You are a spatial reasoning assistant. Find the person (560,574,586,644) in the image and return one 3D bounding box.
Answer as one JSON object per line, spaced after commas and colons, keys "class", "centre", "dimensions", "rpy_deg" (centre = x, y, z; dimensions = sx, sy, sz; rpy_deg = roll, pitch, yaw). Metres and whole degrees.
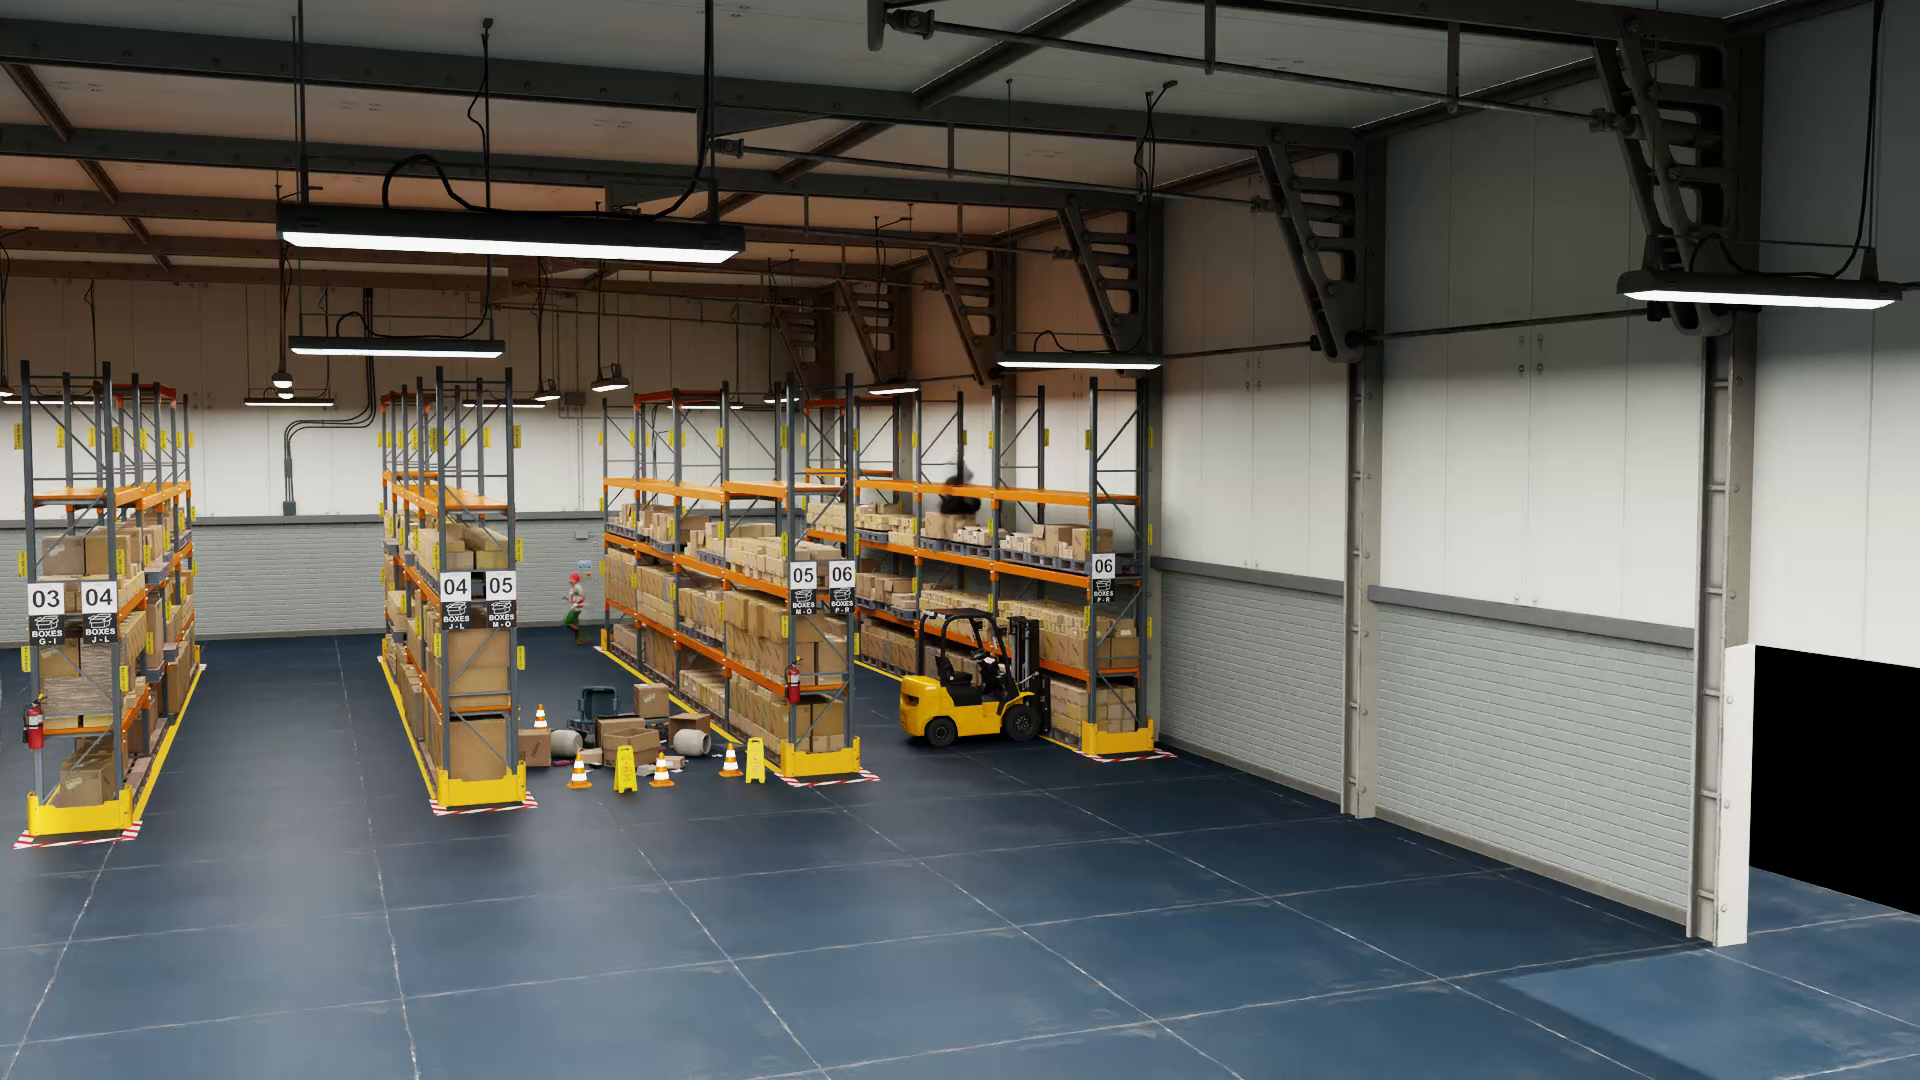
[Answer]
{"class": "person", "centre": [-9.446, 1.684, 40.578], "dimensions": [0.617, 1.737, 0.666], "rpy_deg": [-1, 4, -13]}
